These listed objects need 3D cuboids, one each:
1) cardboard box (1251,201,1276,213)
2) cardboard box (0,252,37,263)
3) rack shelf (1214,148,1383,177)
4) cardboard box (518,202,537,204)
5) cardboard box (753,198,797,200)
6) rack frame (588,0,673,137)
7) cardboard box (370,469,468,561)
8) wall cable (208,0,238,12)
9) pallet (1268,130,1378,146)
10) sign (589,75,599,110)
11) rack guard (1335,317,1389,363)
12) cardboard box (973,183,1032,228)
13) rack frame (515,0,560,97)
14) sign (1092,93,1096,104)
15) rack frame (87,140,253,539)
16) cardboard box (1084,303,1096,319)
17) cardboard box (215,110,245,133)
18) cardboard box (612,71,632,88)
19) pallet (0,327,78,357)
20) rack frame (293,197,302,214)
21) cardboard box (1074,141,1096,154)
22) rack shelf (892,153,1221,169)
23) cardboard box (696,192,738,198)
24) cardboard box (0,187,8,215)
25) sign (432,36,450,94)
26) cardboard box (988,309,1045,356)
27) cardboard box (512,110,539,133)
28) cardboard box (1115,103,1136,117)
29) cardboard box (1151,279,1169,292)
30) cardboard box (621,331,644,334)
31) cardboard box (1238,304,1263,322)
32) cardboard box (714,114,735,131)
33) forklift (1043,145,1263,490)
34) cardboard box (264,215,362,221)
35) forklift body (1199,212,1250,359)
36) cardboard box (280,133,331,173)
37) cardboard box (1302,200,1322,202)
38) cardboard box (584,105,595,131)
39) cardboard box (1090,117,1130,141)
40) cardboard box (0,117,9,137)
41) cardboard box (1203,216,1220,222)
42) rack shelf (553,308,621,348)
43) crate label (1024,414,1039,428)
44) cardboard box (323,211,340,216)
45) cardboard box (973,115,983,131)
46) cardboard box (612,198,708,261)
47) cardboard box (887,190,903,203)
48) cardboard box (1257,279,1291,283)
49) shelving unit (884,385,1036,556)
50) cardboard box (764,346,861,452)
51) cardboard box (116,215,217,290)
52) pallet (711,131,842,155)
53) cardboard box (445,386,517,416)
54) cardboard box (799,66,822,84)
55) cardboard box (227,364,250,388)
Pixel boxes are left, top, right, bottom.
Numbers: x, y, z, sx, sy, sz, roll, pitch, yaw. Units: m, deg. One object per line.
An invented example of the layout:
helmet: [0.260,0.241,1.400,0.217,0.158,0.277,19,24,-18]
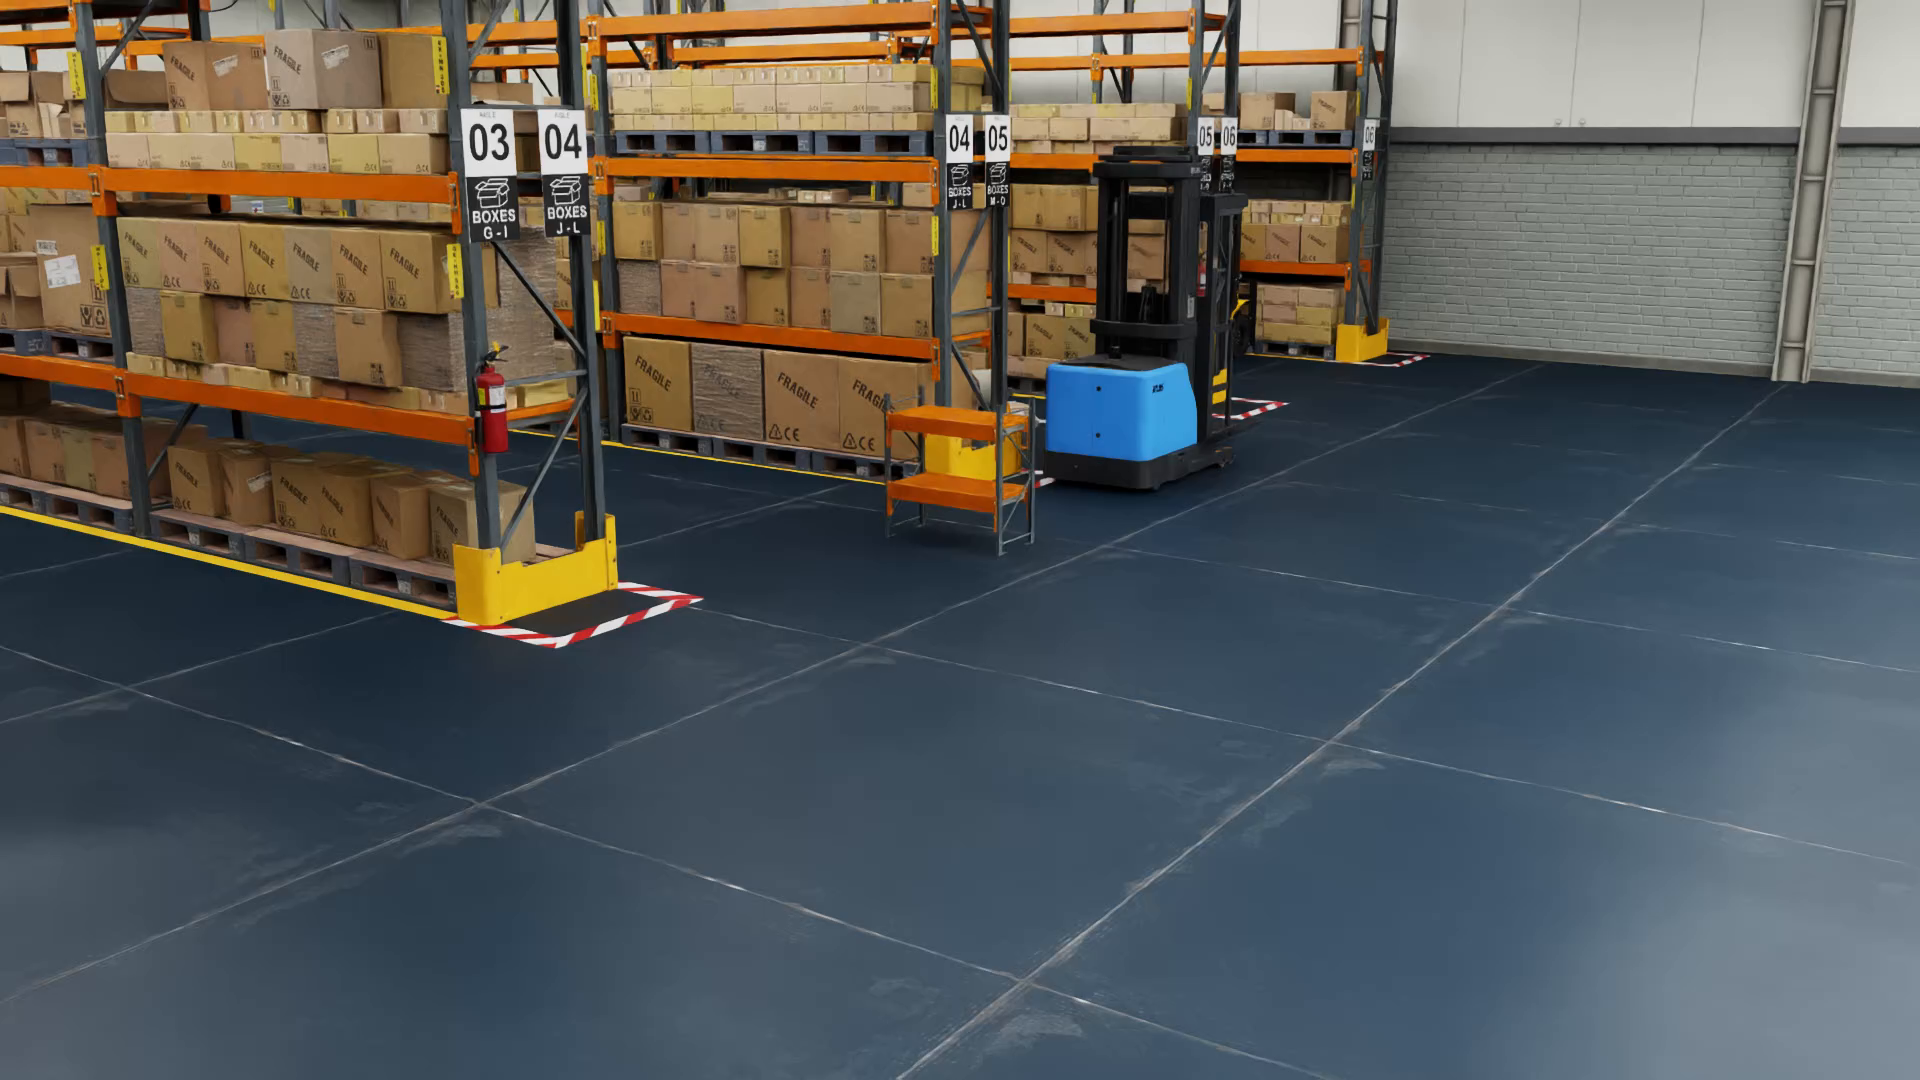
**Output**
cardboard box: [4.239,-4.629,23.101,0.250,0.149,0.380,10,17,34]
cardboard box: [-8.395,-2.237,14.535,0.500,0.500,0.700,12,19,41]
rack shelf: [3.892,-5.372,23.537,4.000,0.370,1.077,9,17,33]
cardboard box: [-4.894,-3.347,17.811,0.500,0.500,0.700,9,17,32]
cardboard box: [-2.467,-4.336,22.397,0.500,0.500,0.500,8,16,29]
rack frame: [-3.214,-5.455,16.132,0.127,3.000,1.000,9,17,33]
cardboard box: [-3.771,-0.182,11.643,0.500,0.500,0.500,-12,18,-39]
wall cable: [-13.361,-9.490,32.353,0.133,3.039,2.988,9,17,33]
pallet: [4.979,-5.510,22.782,1.213,0.211,1.003,9,17,33]
sign: [-3.509,-4.293,15.950,0.005,0.325,0.100,9,17,33]
rack guard: [5.571,-2.781,23.015,0.348,0.500,1.175,9,17,33]
cardboard box: [0.522,-3.974,19.726,0.500,0.500,0.700,9,16,32]
rack frame: [-7.725,-9.055,30.675,0.127,3.000,1.000,9,17,33]
sign: [1.937,-6.284,23.992,0.005,0.325,0.100,9,17,33]
rack frame: [-6.066,-1.567,12.913,0.127,3.000,1.000,9,17,33]
cardboard box: [1.632,-2.646,19.208,0.250,0.149,0.380,10,17,34]
cardboard box: [-4.865,-2.872,11.422,0.250,0.149,0.380,9,16,32]
cardboard box: [-3.102,-4.400,15.893,0.250,0.149,0.380,9,17,33]
pallet: [-7.719,-1.753,14.063,1.213,0.211,1.003,9,17,33]
rack frame: [-10.492,-5.153,27.396,0.127,3.000,1.000,9,17,33]
cardboard box: [1.499,-4.474,18.933,0.250,0.149,0.380,9,17,32]
rack shelf: [1.125,-4.382,19.537,4.000,0.370,1.077,9,17,33]
cardboard box: [-4.130,-5.749,28.724,0.500,0.500,0.700,10,17,34]
cardboard box: [-12.947,-4.717,22.729,0.500,0.500,0.500,9,17,32]
sign: [-3.073,-2.809,9.843,0.005,0.325,0.100,9,17,33]
cardboard box: [0.684,-2.504,19.985,0.500,0.500,0.500,10,17,36]
cardboard box: [-2.846,-2.691,10.691,0.250,0.149,0.380,9,17,32]
cardboard box: [1.924,-4.787,18.541,0.250,0.149,0.380,9,16,32]
cardboard box: [2.354,-2.892,18.788,0.250,0.149,0.380,10,17,35]
cardboard box: [-4.381,-3.361,23.708,0.875,0.875,0.875,9,17,32]
cardboard box: [4.123,-3.246,23.503,0.500,0.250,0.500,9,16,32]
cardboard box: [-2.044,-3.842,15.301,0.250,0.149,0.380,9,17,33]
forklift: [1.961,-2.157,15.437,1.130,2.935,3.031,9,16,32]
cardboard box: [-4.709,-2.106,12.181,0.500,0.500,0.500,9,17,33]
forklift body: [2.960,-3.476,22.388,1.214,2.155,2.313,9,17,33]
cardboard box: [-4.125,-2.565,11.012,0.500,0.250,0.500,10,17,34]
cardboard box: [4.966,-4.667,23.257,0.250,0.149,0.380,10,17,34]
cardboard box: [-3.889,-4.241,16.702,0.500,0.250,0.500,9,17,33]
cardboard box: [1.800,-4.620,18.694,0.500,0.250,0.500,9,16,32]
cardboard box: [-7.677,-3.345,13.465,0.250,0.166,0.380,9,16,31]
cardboard box: [3.622,-4.590,23.566,0.250,0.149,0.380,9,16,32]
rack shelf: [-4.873,-2.462,18.023,4.000,0.370,1.077,9,17,33]
crate label: [0.683,-1.244,17.563,0.298,0.136,0.250,1,14,4]
cardboard box: [-9.819,-5.017,26.641,0.500,0.500,0.500,9,16,32]
cardboard box: [0.000,-3.703,14.737,0.250,0.149,0.380,9,17,33]
cardboard box: [-2.927,-3.083,16.477,0.550,0.550,0.875,9,17,33]
cardboard box: [-0.728,-4.389,21.258,0.250,0.149,0.380,9,17,33]
cardboard box: [4.432,-3.589,23.848,0.500,0.250,0.500,9,17,32]
shelving unit: [-0.006,-0.547,12.692,1.048,1.125,0.538,9,17,33]
cardboard box: [-1.226,-1.374,15.680,0.875,0.875,0.875,9,16,32]
cardboard box: [-5.834,-2.135,12.296,0.500,0.500,0.500,9,17,33]
pallet: [-1.533,-3.680,15.390,1.213,0.211,1.003,9,17,33]
cardboard box: [-3.098,-0.906,10.764,0.250,0.149,0.380,9,17,33]
cardboard box: [-1.205,-4.094,14.657,0.250,0.149,0.380,9,17,33]
cardboard box: [-5.004,-1.194,11.927,0.250,0.149,0.380,9,17,33]
